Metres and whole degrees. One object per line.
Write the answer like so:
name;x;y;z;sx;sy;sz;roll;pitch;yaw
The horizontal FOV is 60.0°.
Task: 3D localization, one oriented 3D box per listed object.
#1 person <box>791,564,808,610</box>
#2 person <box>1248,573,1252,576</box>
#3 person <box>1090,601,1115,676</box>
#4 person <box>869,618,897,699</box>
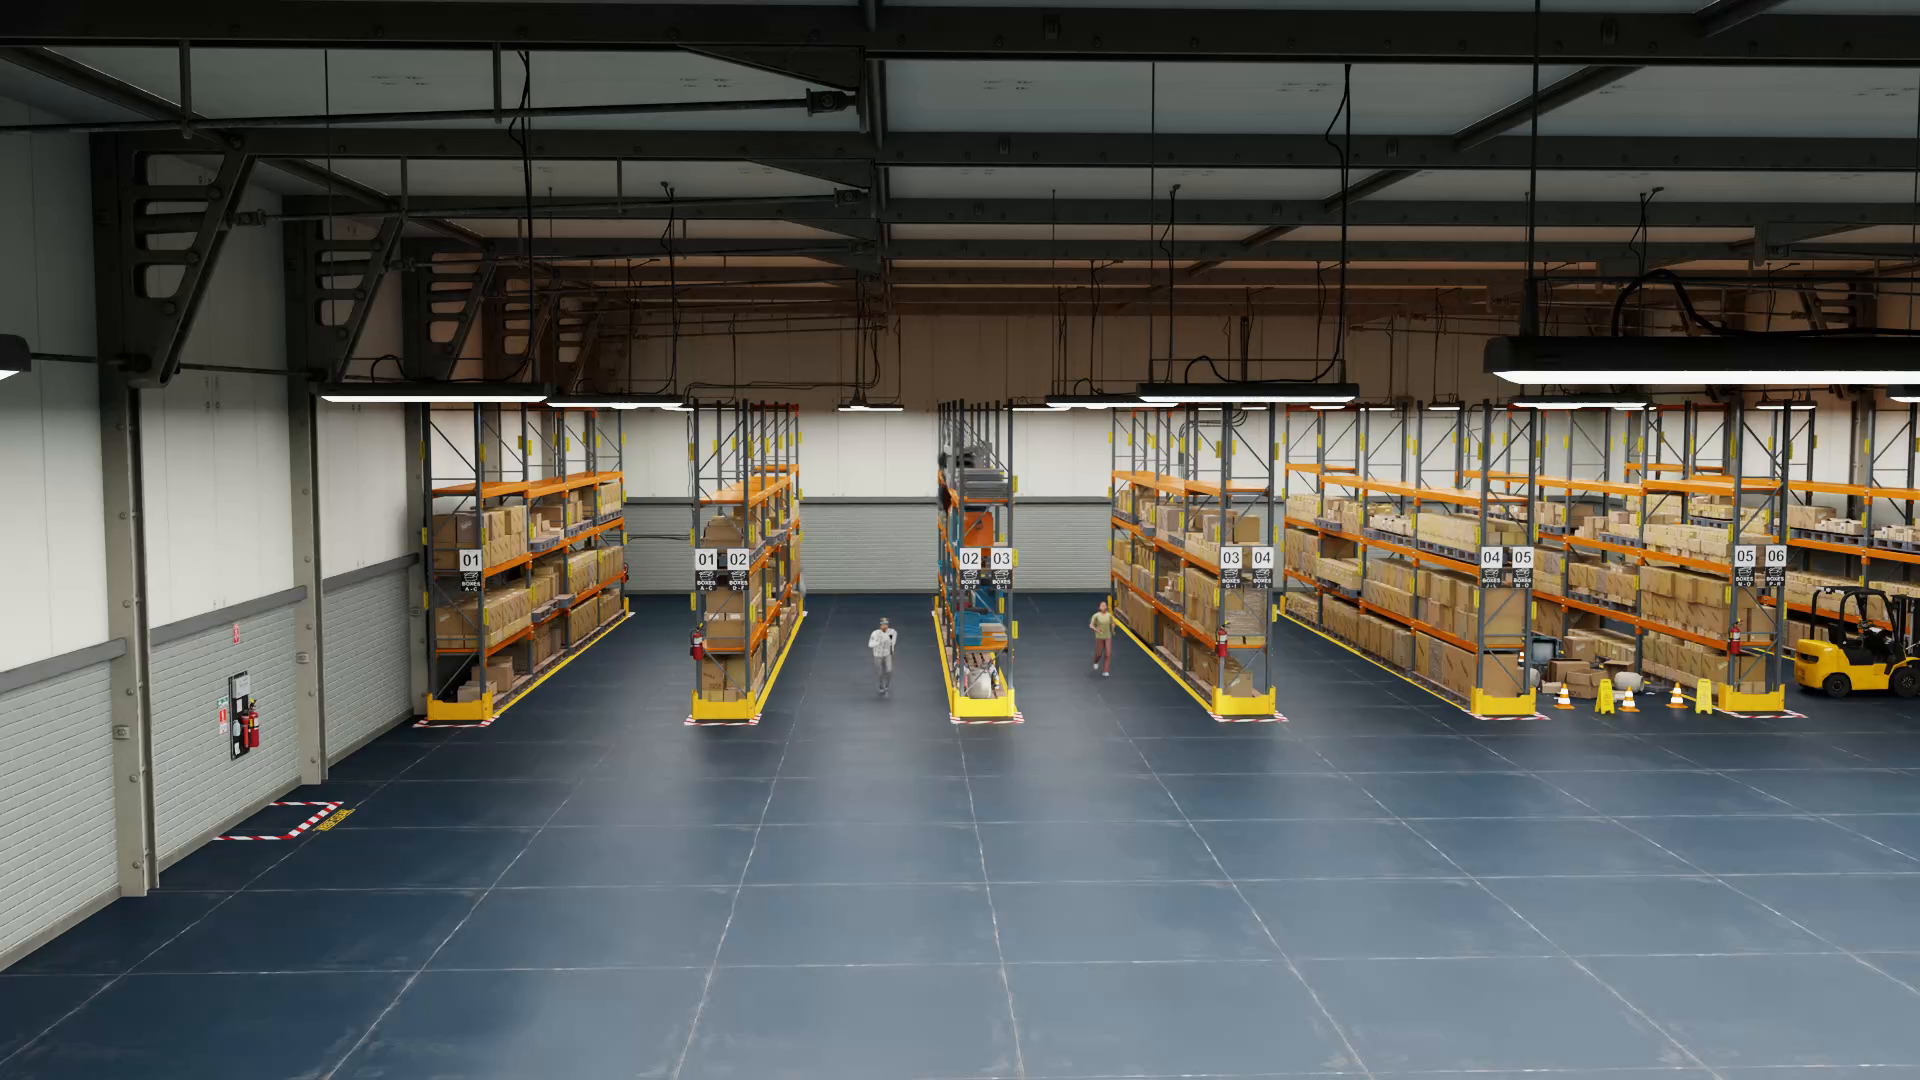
person;-4.851;1.228;48.640;0.736;1.717;0.612;3;5;30
person;8.656;1.174;48.337;0.730;1.757;0.841;3;6;39
person;3.136;2.142;36.422;0.588;1.628;0.758;-1;4;-10
person;-1.552;2.351;33.470;0.598;1.645;0.882;-1;4;-10
